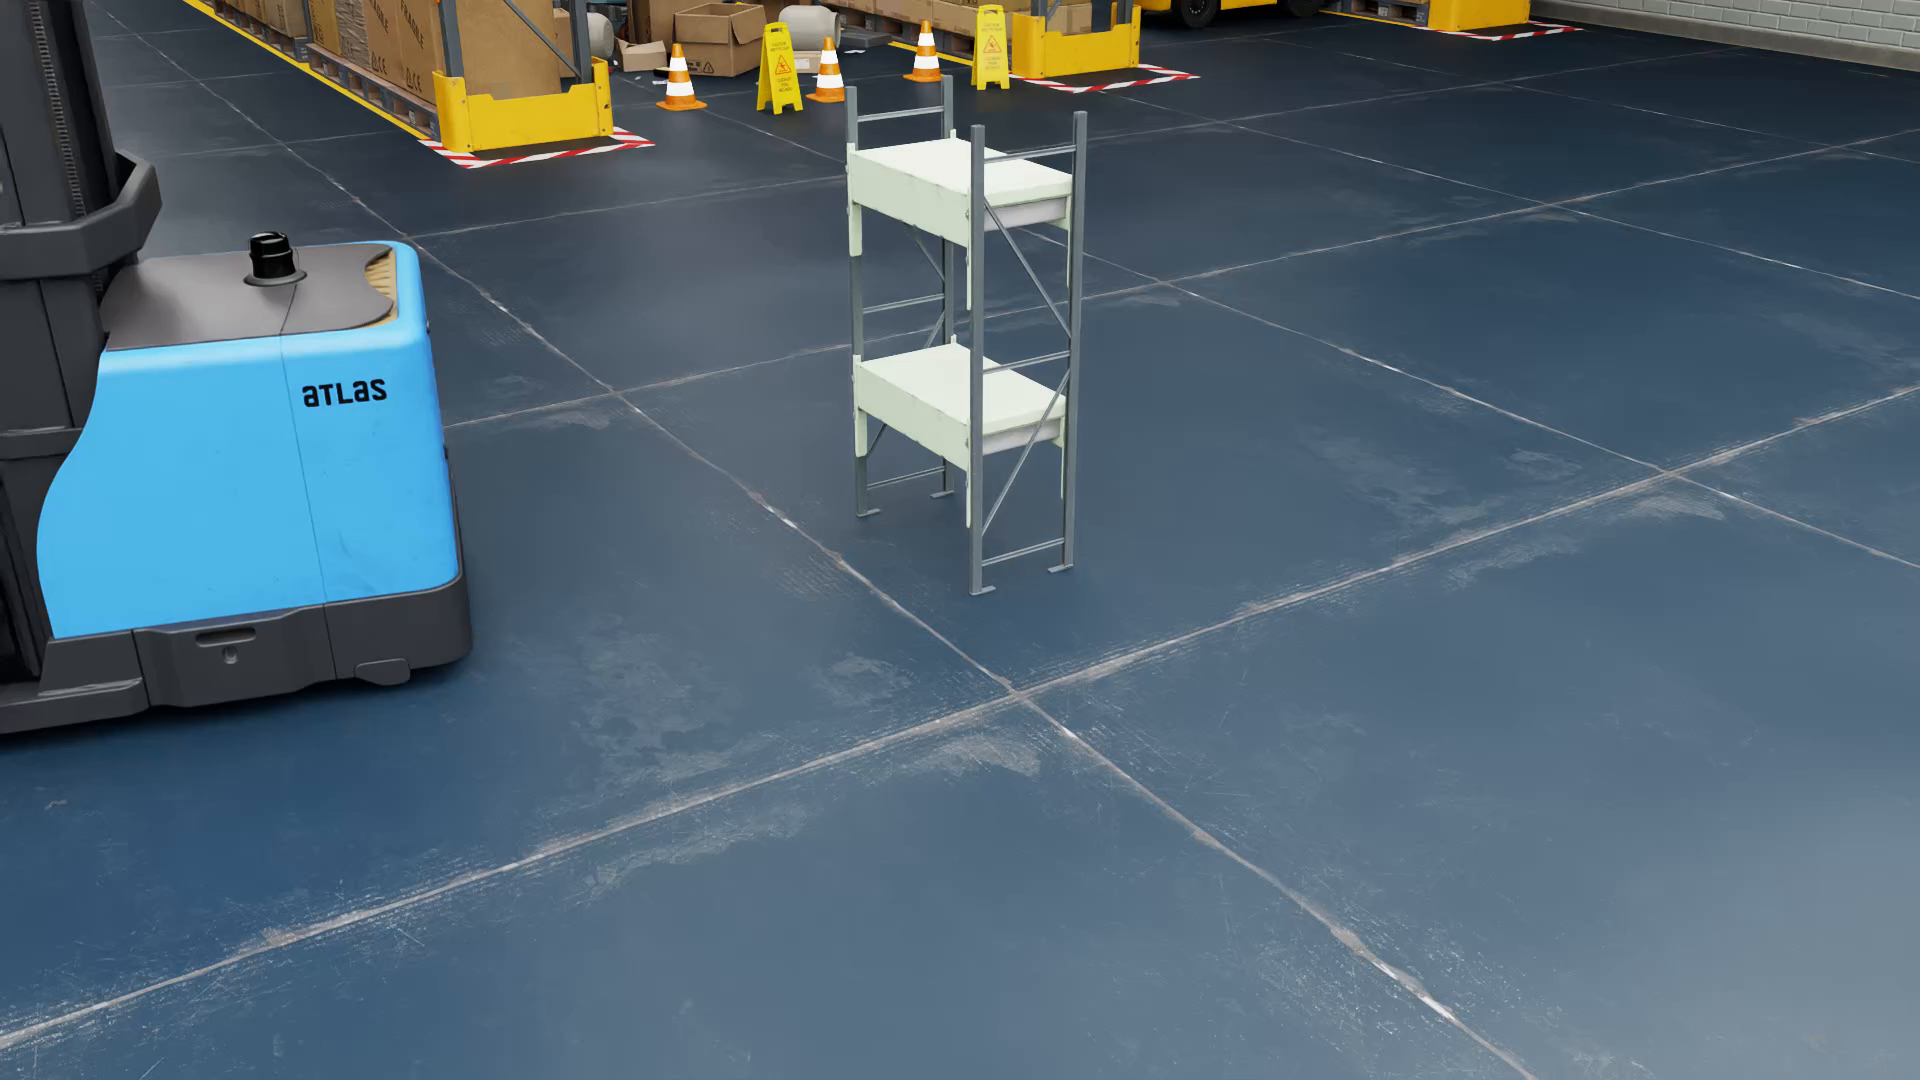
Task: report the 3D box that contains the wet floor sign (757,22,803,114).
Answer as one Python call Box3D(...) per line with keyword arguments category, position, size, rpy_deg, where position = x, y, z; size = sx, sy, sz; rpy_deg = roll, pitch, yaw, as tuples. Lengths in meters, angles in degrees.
Box3D(category="wet floor sign", position=(-1.379, -3.579, 12.576), size=(0.267, 0.644, 0.232), rpy_deg=(-22, 33, -38))

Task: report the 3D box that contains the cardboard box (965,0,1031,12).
Box3D(category="cardboard box", position=(0.383, -4.894, 14.454), size=(0.500, 0.500, 0.500), rpy_deg=(-15, 29, -29))

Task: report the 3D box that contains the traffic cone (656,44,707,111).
Box3D(category="traffic cone", position=(-2.154, -3.567, 12.763), size=(0.336, 0.463, 0.334), rpy_deg=(-16, 29, -30))

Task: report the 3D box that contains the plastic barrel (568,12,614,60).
Box3D(category="plastic barrel", position=(-3.333, -4.410, 14.597), size=(0.512, 0.421, 0.421), rpy_deg=(3, 25, 6))

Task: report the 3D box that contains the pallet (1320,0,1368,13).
Box3D(category="pallet", position=(4.081, -5.980, 18.169), size=(1.003, 0.211, 1.213), rpy_deg=(-16, 29, -30))

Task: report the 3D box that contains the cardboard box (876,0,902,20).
Box3D(category="cardboard box", position=(-0.456, -5.109, 15.787), size=(0.500, 0.250, 0.500), rpy_deg=(-16, 30, -30))

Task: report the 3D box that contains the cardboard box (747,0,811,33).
Box3D(category="cardboard box", position=(-1.700, -4.984, 15.719), size=(0.500, 0.500, 0.500), rpy_deg=(3, 25, 6))

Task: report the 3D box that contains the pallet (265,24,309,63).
Box3D(category="pallet", position=(-5.721, -4.621, 15.292), size=(1.003, 0.211, 1.213), rpy_deg=(-16, 29, -30))

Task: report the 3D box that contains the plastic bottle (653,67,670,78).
Box3D(category="plastic bottle", position=(-2.495, -3.954, 14.054), size=(0.283, 0.061, 0.133), rpy_deg=(18, 31, 33))

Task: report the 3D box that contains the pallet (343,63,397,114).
Box3D(category="pallet", position=(-4.217, -3.636, 13.204), size=(1.003, 0.211, 1.213), rpy_deg=(-16, 29, -30))

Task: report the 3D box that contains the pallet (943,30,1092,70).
Box3D(category="pallet", position=(0.583, -4.448, 14.924), size=(1.003, 0.211, 1.213), rpy_deg=(-16, 29, -30))

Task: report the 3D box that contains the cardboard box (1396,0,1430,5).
Box3D(category="cardboard box", position=(4.674, -5.582, 16.789), size=(0.500, 0.250, 0.500), rpy_deg=(-15, 29, -29))

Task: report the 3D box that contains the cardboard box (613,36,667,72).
Box3D(category="cardboard box", position=(-2.756, -4.202, 14.340), size=(0.396, 0.266, 0.258), rpy_deg=(-10, 27, -21))

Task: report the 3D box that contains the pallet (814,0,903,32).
Box3D(category="pallet", position=(-0.749, -5.320, 16.773), size=(1.003, 0.211, 1.213), rpy_deg=(-16, 29, -30))

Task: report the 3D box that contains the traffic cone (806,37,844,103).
Box3D(category="traffic cone", position=(-1.021, -3.708, 13.064), size=(0.336, 0.463, 0.334), rpy_deg=(-16, 29, -30))

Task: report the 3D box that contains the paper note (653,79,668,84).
Box3D(category="paper note", position=(-2.464, -3.791, 13.747), size=(0.144, 0.017, 0.142), rpy_deg=(-6, 26, -12))

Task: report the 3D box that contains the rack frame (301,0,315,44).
Box3D(category="rack frame", position=(-5.237, -5.624, 14.149), size=(1.000, 3.000, 0.127), rpy_deg=(-16, 29, -30))

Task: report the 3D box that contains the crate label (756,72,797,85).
Box3D(category="crate label", position=(-1.502, -3.828, 13.698), size=(0.298, 0.136, 0.250), rpy_deg=(12, 28, 24))

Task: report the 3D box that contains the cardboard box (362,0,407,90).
Box3D(category="cardboard box", position=(-3.961, -3.963, 12.629), size=(0.875, 0.875, 0.875), rpy_deg=(-16, 30, -30))

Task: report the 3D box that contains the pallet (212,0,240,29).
Box3D(category="pallet", position=(-7.053, -5.494, 17.140), size=(1.003, 0.211, 1.213), rpy_deg=(-16, 29, -30))

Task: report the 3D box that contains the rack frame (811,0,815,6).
Box3D(category="rack frame", position=(-1.145, -6.813, 16.669), size=(1.000, 3.000, 0.127), rpy_deg=(-16, 29, -30))

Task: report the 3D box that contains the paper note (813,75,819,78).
Box3D(category="paper note", position=(-1.145, -3.914, 14.006), size=(0.142, 0.019, 0.148), rpy_deg=(18, 31, 33))

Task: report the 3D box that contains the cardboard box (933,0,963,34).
Box3D(category="cardboard box", position=(0.096, -4.743, 15.012), size=(0.500, 0.250, 0.500), rpy_deg=(-15, 29, -29))

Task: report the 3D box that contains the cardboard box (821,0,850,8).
Box3D(category="cardboard box", position=(-1.049, -5.486, 16.586), size=(0.500, 0.250, 0.500), rpy_deg=(-17, 30, -32))

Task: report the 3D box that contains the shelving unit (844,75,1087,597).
Box3D(category="shelving unit", position=(0.004, -0.676, 5.425), size=(0.431, 1.500, 0.755), rpy_deg=(-16, 29, -30))

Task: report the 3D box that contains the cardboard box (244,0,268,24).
Box3D(category="cardboard box", position=(-6.175, -5.343, 15.698), size=(1.050, 0.750, 0.750), rpy_deg=(-16, 29, -30))

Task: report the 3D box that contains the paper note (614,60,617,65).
Box3D(category="paper note", position=(-2.963, -4.218, 14.659), size=(0.172, 0.023, 0.155), rpy_deg=(-6, 26, -12))

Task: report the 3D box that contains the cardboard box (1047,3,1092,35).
Box3D(category="cardboard box", position=(0.830, -4.682, 14.884), size=(0.500, 0.250, 0.500), rpy_deg=(-16, 30, -30))

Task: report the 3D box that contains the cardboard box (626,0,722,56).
Box3D(category="cardboard box", position=(-2.559, -4.686, 14.928), size=(0.797, 0.637, 0.503), rpy_deg=(-16, 29, -30))

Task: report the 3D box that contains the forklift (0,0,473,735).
Box3D(category="forklift", position=(-3.015, -0.928, 4.282), size=(3.031, 2.935, 1.130), rpy_deg=(-8, 26, -16))

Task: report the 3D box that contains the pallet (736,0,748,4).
Box3D(category="pallet", position=(-2.241, -6.267, 18.779), size=(1.003, 0.211, 1.213), rpy_deg=(-16, 29, -30))

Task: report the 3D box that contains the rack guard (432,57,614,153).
Box3D(category="rack guard", position=(-3.040, -3.054, 11.634), size=(1.175, 0.500, 0.348), rpy_deg=(-16, 29, -30))

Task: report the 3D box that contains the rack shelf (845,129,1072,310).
Box3D(category="rack shelf", position=(0.004, -1.029, 5.258), size=(0.431, 0.370, 0.720), rpy_deg=(-16, 29, -30))

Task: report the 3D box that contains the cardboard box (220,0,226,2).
Box3D(category="cardboard box", position=(-7.164, -5.988, 17.065), size=(1.050, 0.750, 0.750), rpy_deg=(-16, 30, -30))

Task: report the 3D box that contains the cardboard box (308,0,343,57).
Box3D(category="cardboard box", position=(-4.952, -4.612, 14.002), size=(0.875, 0.875, 0.875), rpy_deg=(-15, 29, -29))

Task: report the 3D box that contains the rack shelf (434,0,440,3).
Box3D(category="rack shelf", position=(-4.145, -4.583, 12.787), size=(1.077, 0.370, 4.000), rpy_deg=(-16, 29, -30))

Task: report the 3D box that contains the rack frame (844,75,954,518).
Box3D(category="rack frame", position=(-0.196, -0.807, 5.702), size=(0.400, 1.500, 0.023), rpy_deg=(-16, 29, -30))
